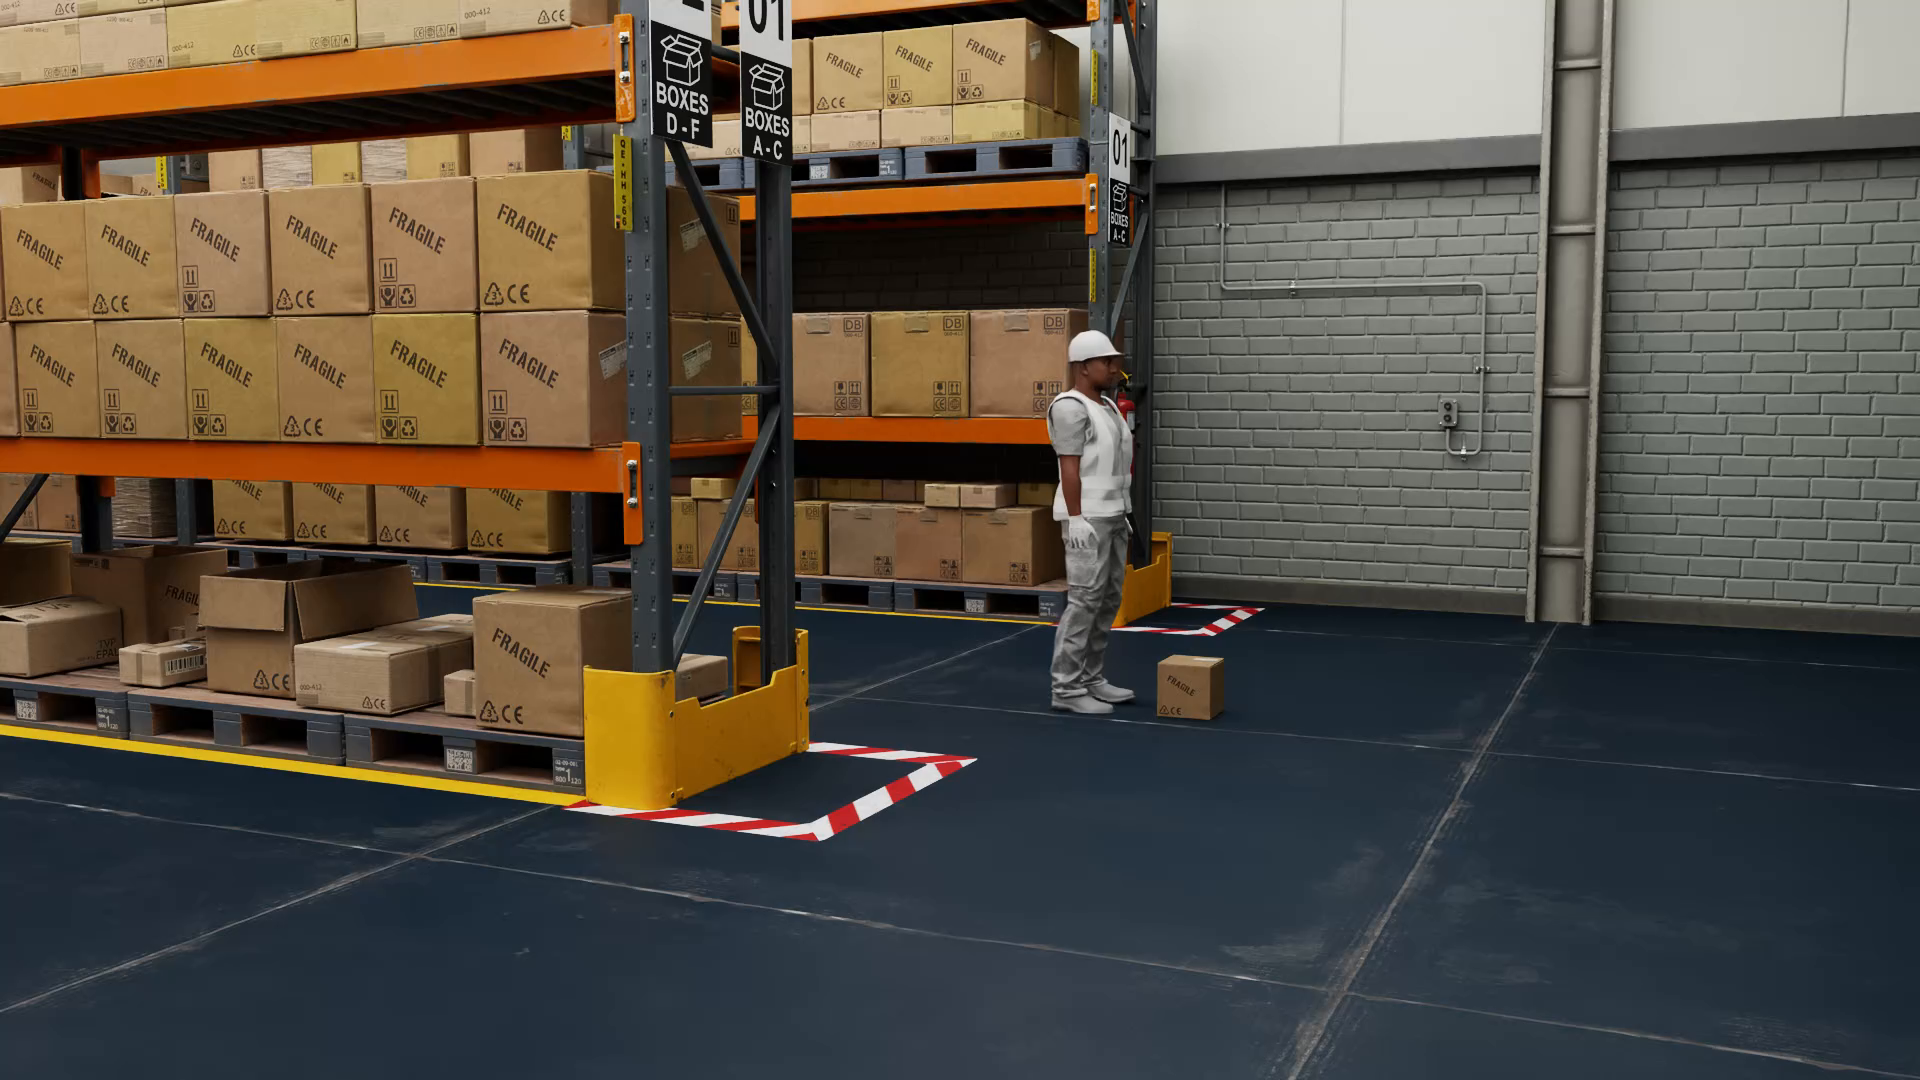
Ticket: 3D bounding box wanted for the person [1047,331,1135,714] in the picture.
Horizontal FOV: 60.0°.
[{"bbox_3d":[0.633,-0.089,7.893,0.356,1.795,0.545,3,6,25],"label":"person"}]
